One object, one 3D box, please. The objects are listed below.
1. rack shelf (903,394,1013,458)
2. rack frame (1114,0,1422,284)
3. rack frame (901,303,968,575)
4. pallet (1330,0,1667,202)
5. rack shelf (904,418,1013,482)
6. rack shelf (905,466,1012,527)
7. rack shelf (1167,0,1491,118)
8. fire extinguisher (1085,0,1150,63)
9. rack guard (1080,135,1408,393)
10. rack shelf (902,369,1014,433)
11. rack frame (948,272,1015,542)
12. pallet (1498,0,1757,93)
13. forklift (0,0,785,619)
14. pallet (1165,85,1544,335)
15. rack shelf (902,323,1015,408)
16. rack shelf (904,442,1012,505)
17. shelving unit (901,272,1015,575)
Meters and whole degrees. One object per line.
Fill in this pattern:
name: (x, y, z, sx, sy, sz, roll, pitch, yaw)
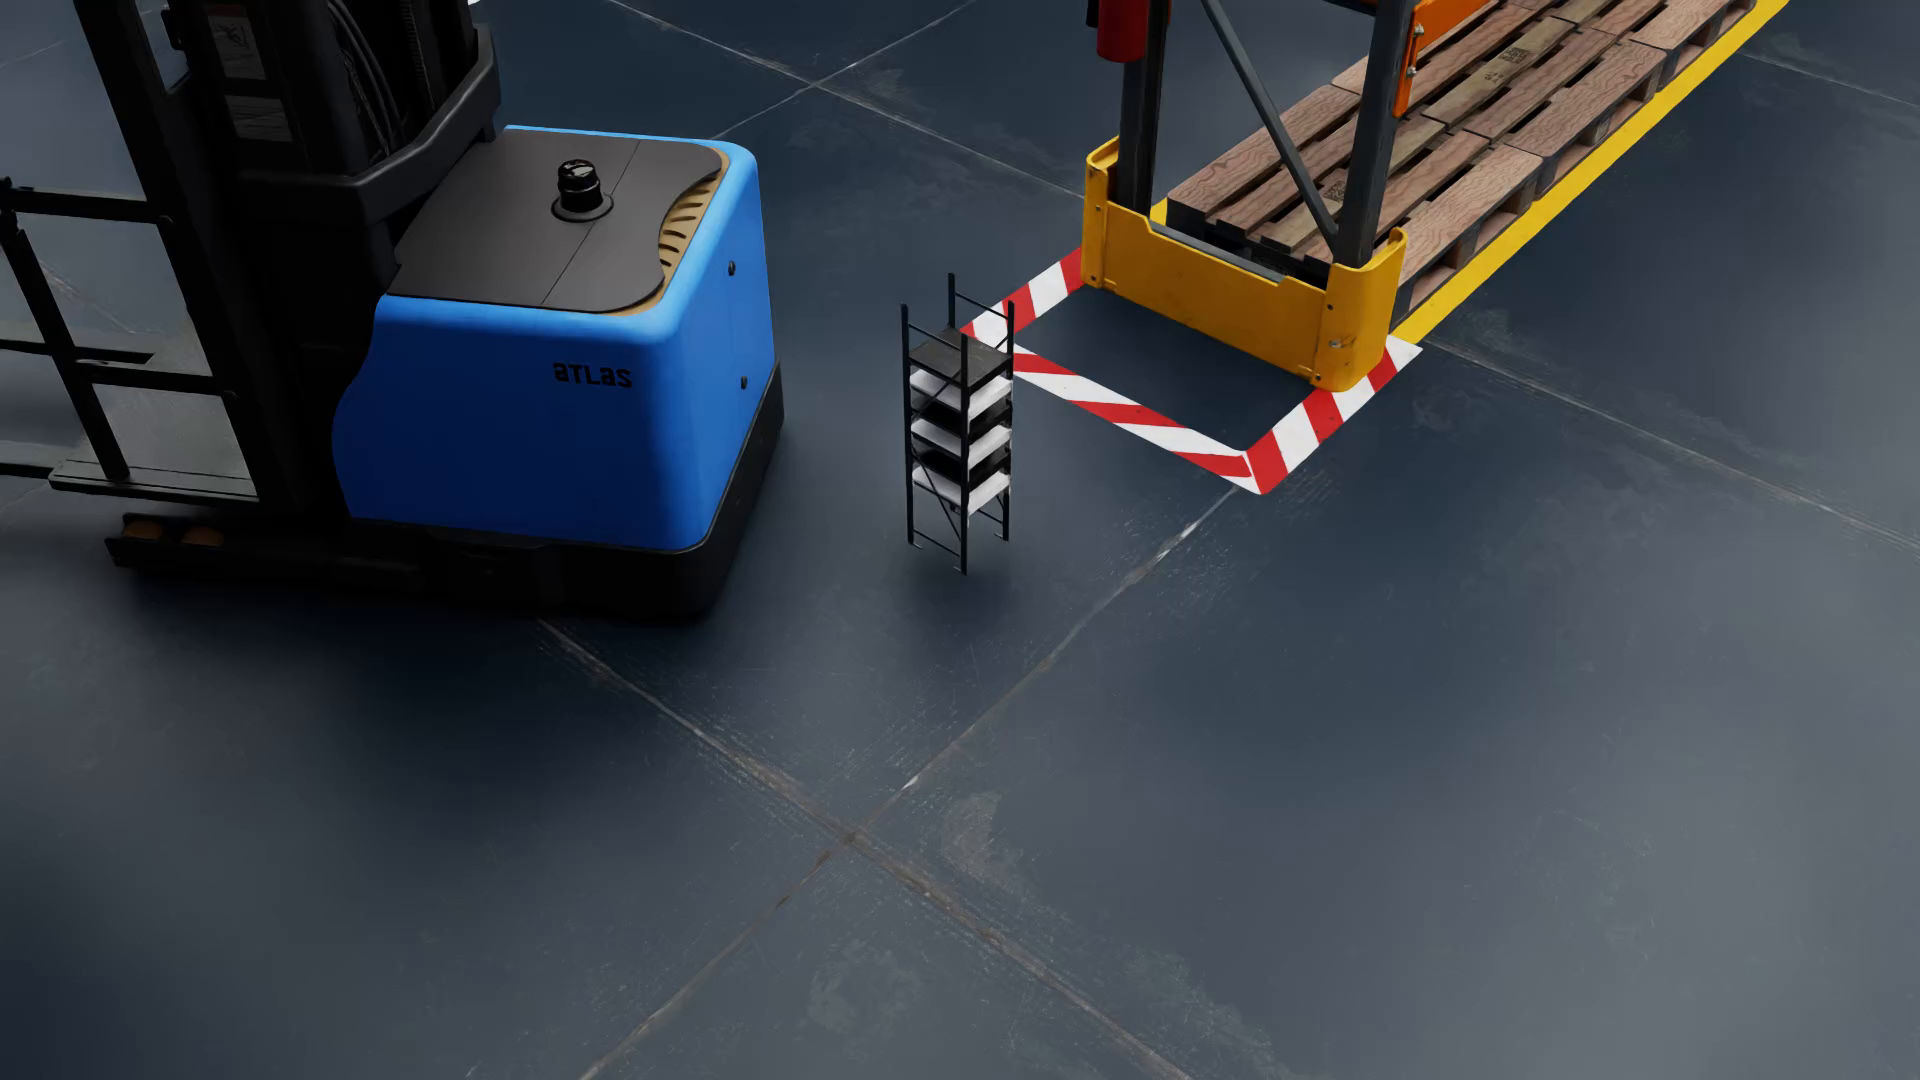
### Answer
rack shelf: (-0.005, -0.371, 4.905, 0.258, 0.077, 0.200, 29, 50, 28)
rack frame: (0.995, -1.966, 5.182, 1.000, 3.000, 0.127, 29, 50, 28)
rack frame: (-0.071, -0.276, 4.885, 0.240, 0.900, 0.006, 29, 50, 28)
pallet: (2.341, -1.967, 7.257, 1.003, 0.211, 1.213, 29, 50, 28)
rack shelf: (-0.005, -0.304, 4.965, 0.258, 0.077, 0.200, 29, 50, 28)
rack shelf: (-0.005, -0.171, 5.086, 0.258, 0.077, 0.200, 29, 50, 28)
rack shelf: (2.282, -2.730, 6.557, 1.077, 0.370, 4.000, 29, 50, 28)
fire extinguisher: (0.550, -1.918, 5.465, 0.296, 0.674, 0.183, 29, 50, 28)
rack guard: (0.990, -1.023, 6.004, 1.175, 0.500, 0.348, 29, 50, 28)
rack shelf: (-0.005, -0.437, 4.844, 0.258, 0.077, 0.200, 29, 50, 28)
rack frame: (0.060, -0.381, 5.000, 0.240, 0.900, 0.006, 29, 50, 28)
pallet: (3.126, -2.598, 7.951, 1.003, 0.211, 1.213, 29, 50, 28)
forklift: (-2.153, -1.309, 4.511, 3.031, 2.935, 1.130, 6, 43, 6)
pallet: (1.555, -1.342, 6.569, 1.003, 0.211, 1.213, 29, 50, 28)
rack shelf: (-0.005, -0.504, 4.783, 0.258, 0.077, 0.200, 29, 50, 28)
rack shelf: (-0.005, -0.238, 5.026, 0.258, 0.077, 0.200, 29, 50, 28)
shelving unit: (-0.005, -0.329, 4.943, 0.258, 0.900, 0.210, 29, 50, 28)
